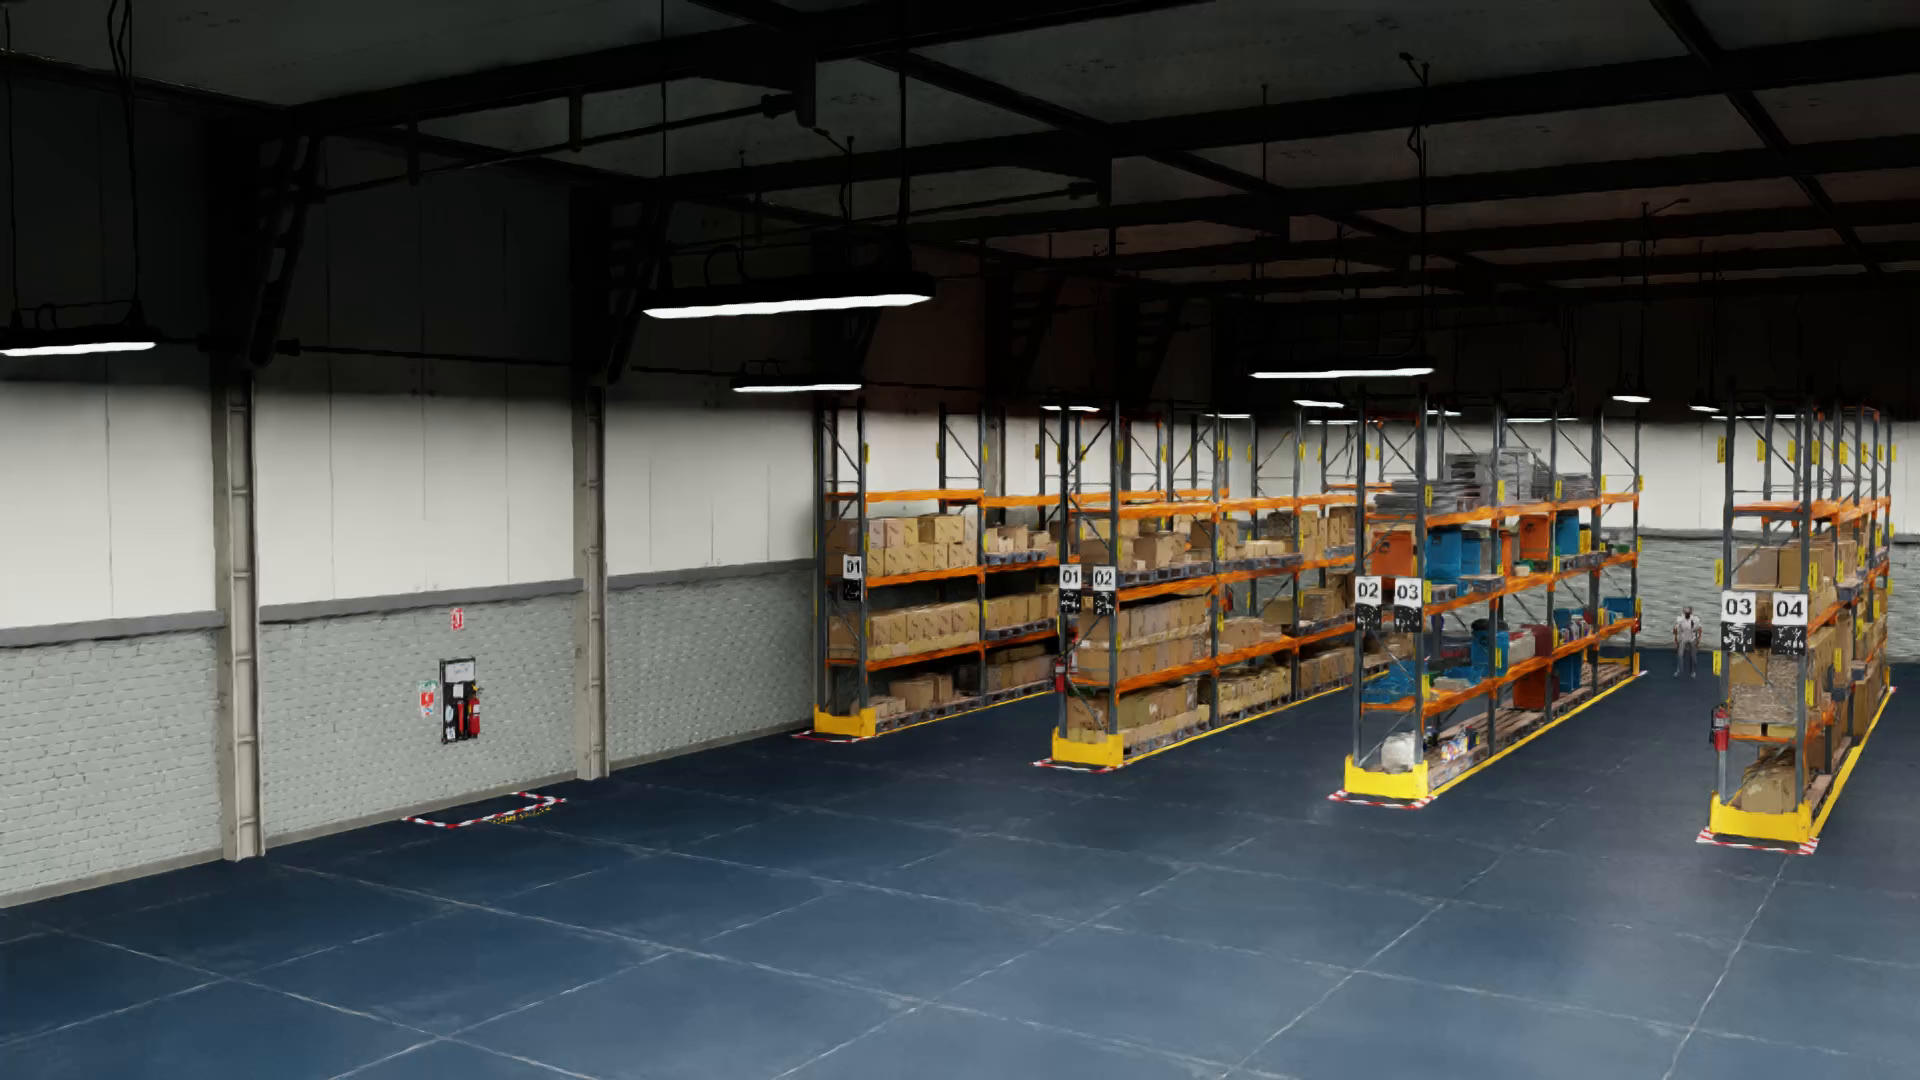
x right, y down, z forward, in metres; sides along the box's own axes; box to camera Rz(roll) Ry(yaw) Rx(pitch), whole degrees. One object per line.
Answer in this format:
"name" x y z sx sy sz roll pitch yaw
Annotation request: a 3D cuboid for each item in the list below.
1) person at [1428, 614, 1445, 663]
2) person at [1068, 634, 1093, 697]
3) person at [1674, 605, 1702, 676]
"person" 10.815 2.185 37.643 0.415 1.661 0.499 0 3 1
"person" 2.182 2.560 30.085 0.677 1.742 0.547 2 4 32
"person" 16.291 2.241 37.240 0.592 1.629 0.532 2 3 30
